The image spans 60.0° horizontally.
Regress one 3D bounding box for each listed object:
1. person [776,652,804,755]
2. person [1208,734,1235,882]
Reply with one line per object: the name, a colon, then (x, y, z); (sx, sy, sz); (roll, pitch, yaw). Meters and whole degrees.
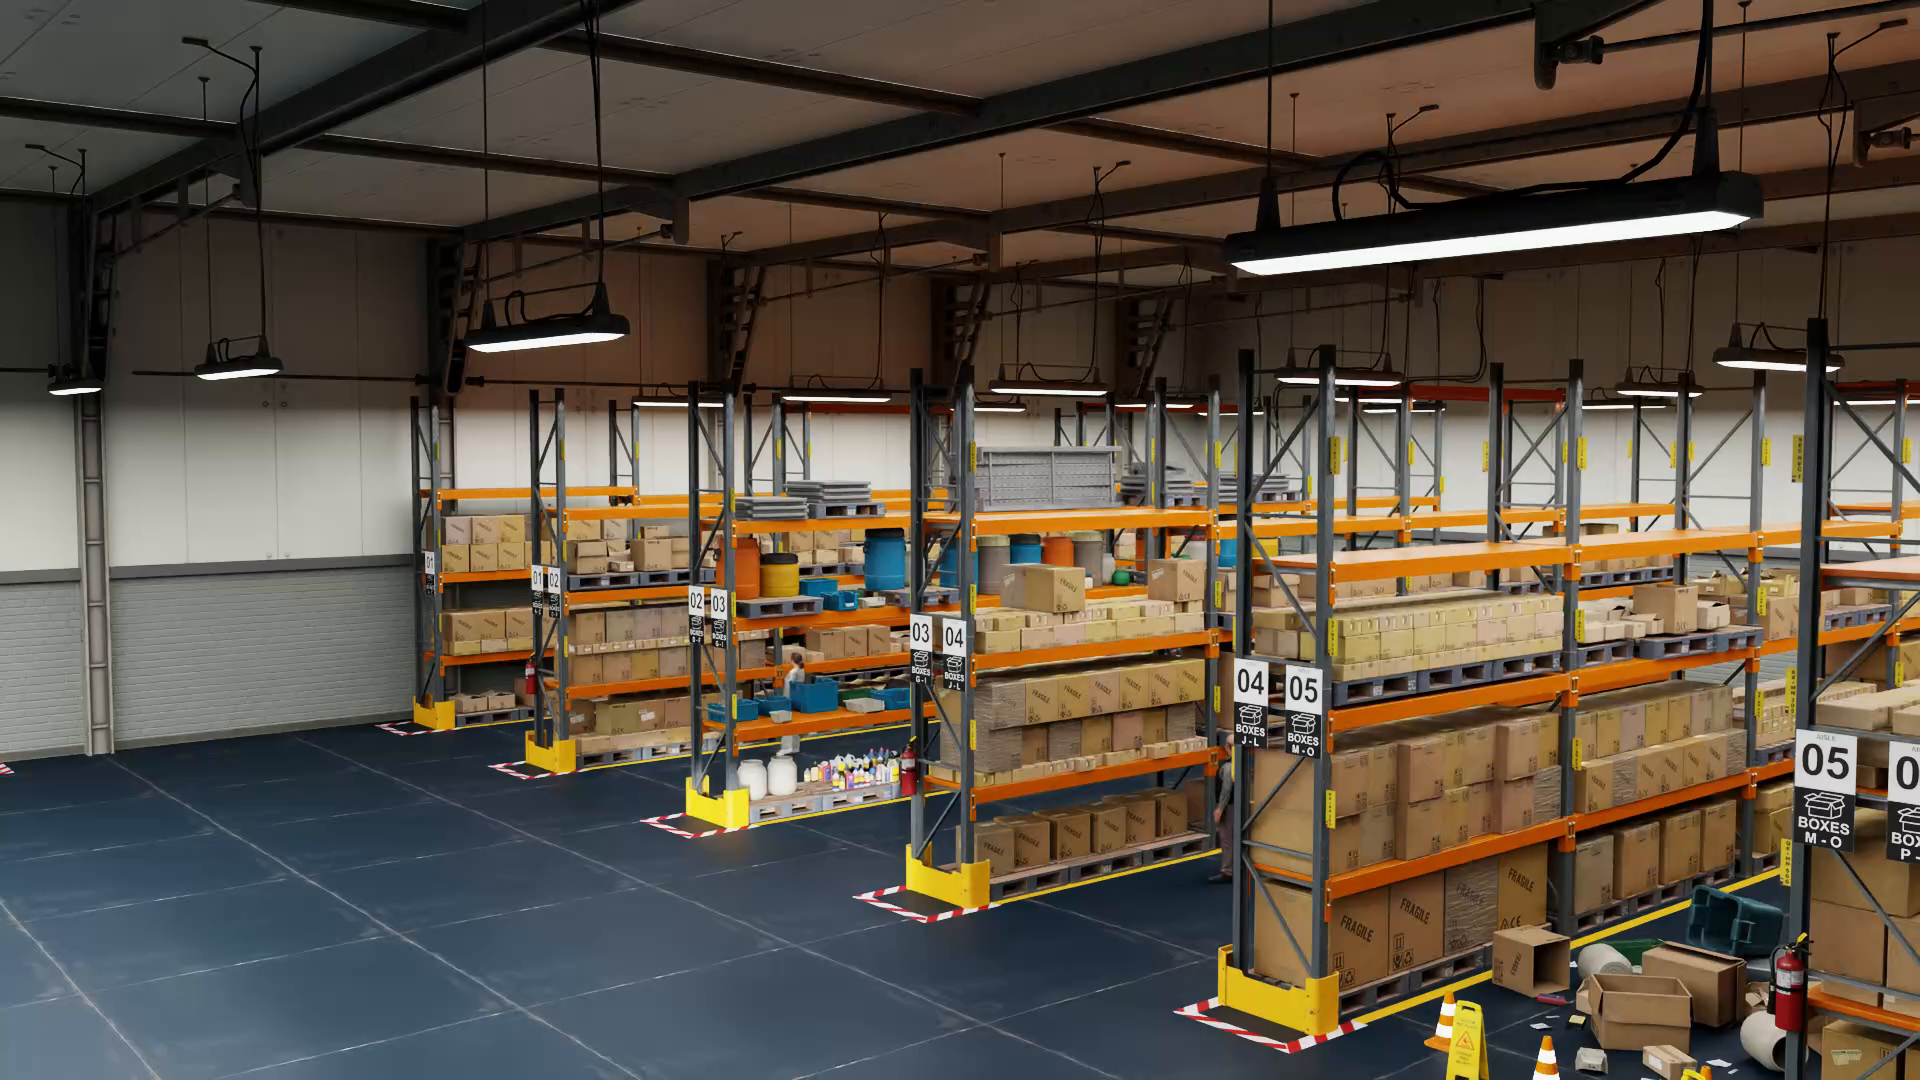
person: (-2.785, 2.711, 27.599); (0.392, 1.712, 0.531); (1, 4, 22)
person: (3.206, 3.140, 19.638); (0.476, 1.720, 0.612); (1, 4, 18)
